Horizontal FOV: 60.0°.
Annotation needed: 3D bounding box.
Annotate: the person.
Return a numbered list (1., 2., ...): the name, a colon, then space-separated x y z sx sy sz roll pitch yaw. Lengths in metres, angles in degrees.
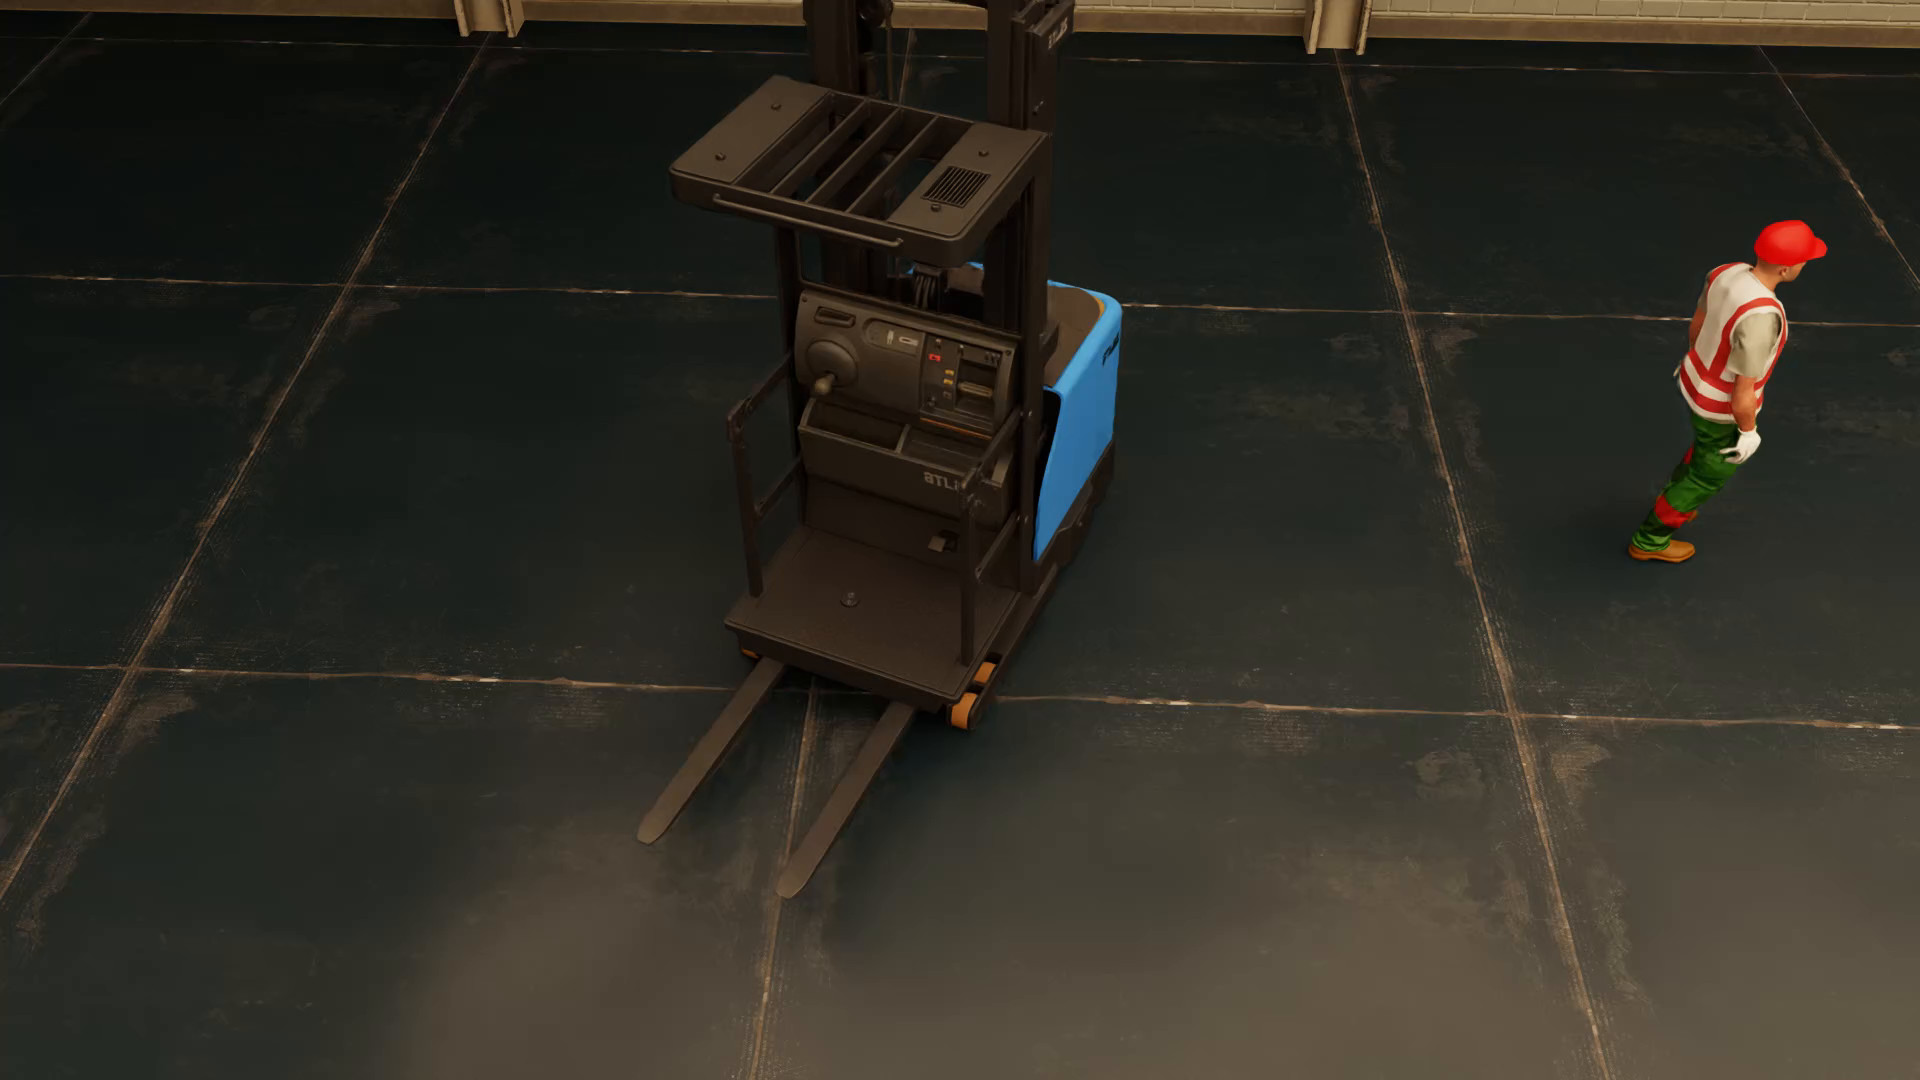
1. person: 3.391 -0.620 7.312 0.486 1.801 0.658 1 42 1

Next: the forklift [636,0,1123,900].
1. forklift: -0.313 -0.615 6.416 1.130 2.935 3.031 17 45 18
